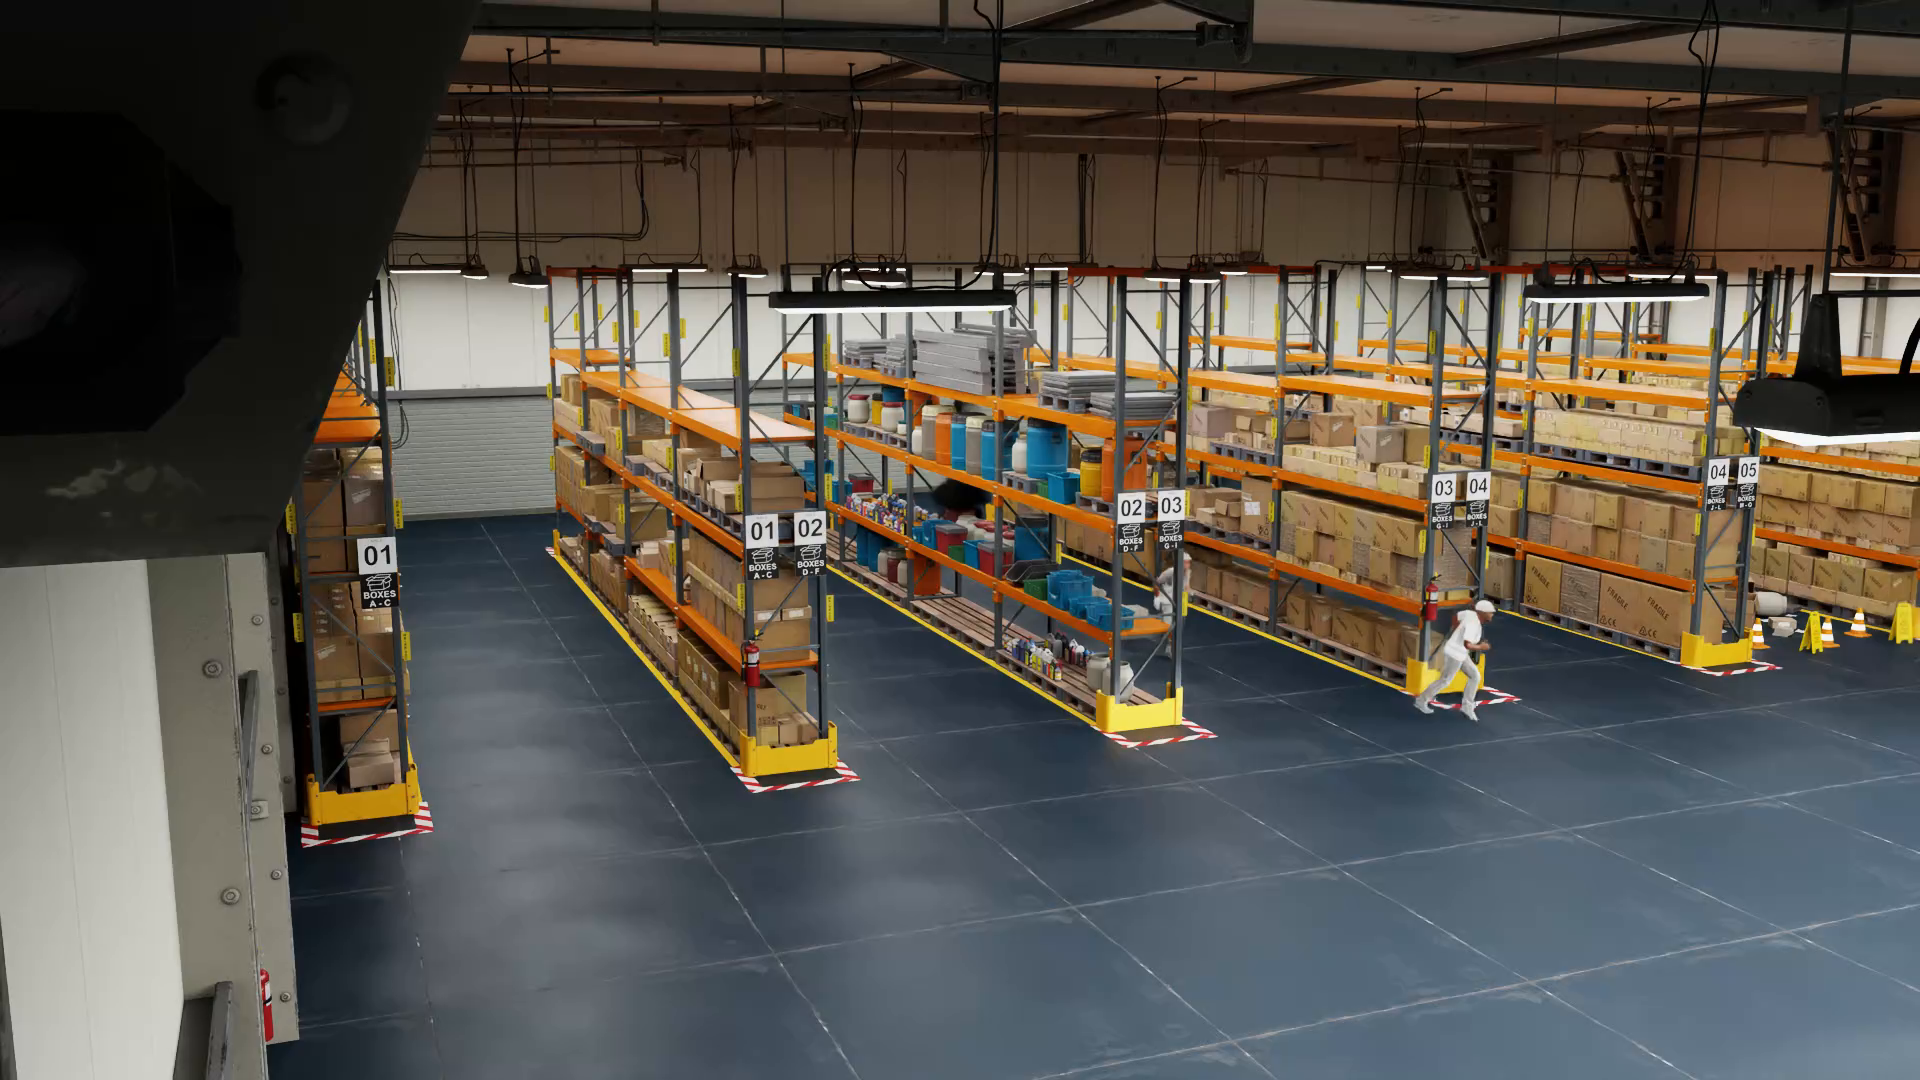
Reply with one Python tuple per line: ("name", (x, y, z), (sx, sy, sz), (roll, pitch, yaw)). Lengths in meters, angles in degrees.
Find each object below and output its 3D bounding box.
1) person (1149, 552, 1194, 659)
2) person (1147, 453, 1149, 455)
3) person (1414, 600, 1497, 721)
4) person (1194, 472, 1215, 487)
("person", (3.305, 1.004, 26.076), (0.655, 1.716, 0.833), (-10, 14, -44))
("person", (4.338, -1.529, 40.644), (0.691, 1.693, 0.741), (-2, 10, -9))
("person", (6.737, 1.637, 22.631), (1.024, 1.714, 0.746), (3, 10, 16))
("person", (6.097, -1.704, 41.535), (0.925, 1.662, 0.669), (3, 10, 17))
